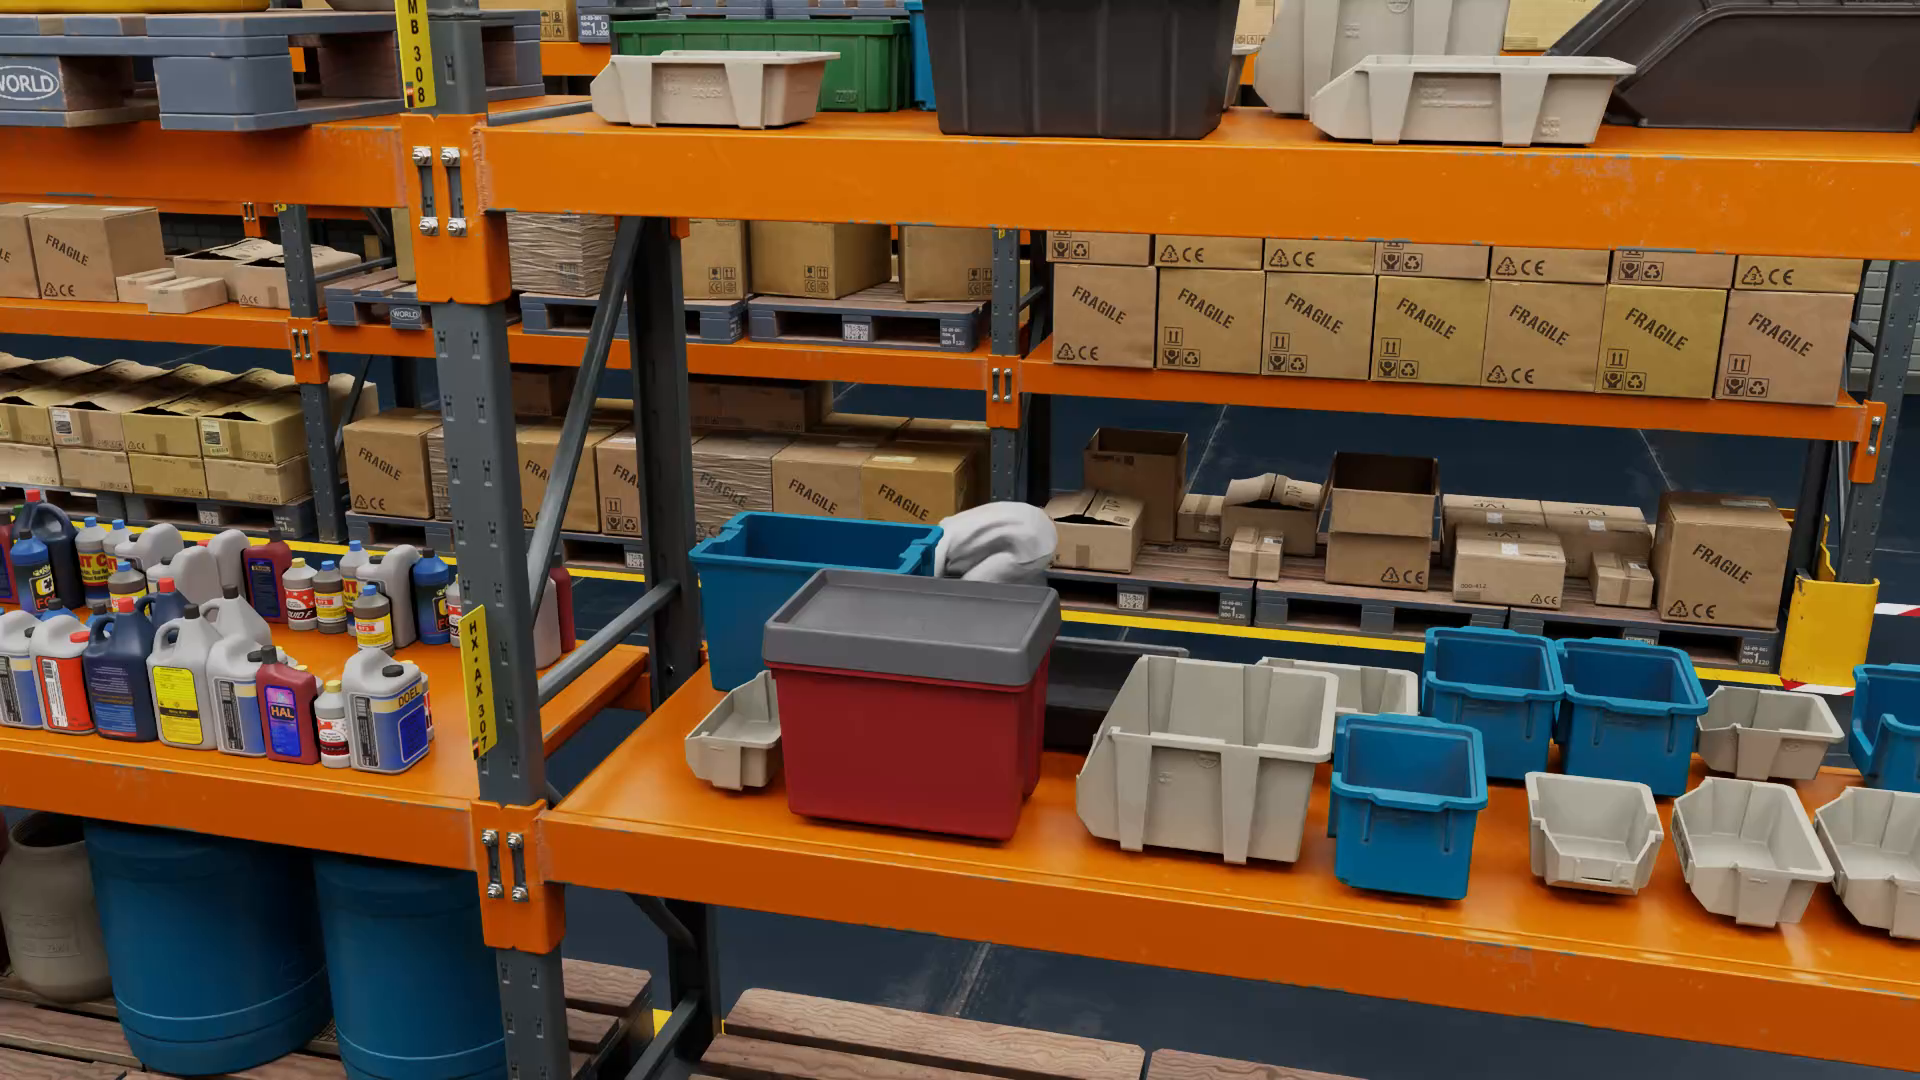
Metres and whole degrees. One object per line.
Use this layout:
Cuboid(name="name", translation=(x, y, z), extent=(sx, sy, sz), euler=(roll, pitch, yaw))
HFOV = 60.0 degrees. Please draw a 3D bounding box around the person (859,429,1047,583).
Cuboid(name="person", translation=(-0.039, 0.092, 7.540), extent=(0.852, 1.202, 0.411), euler=(4, 19, 12))
